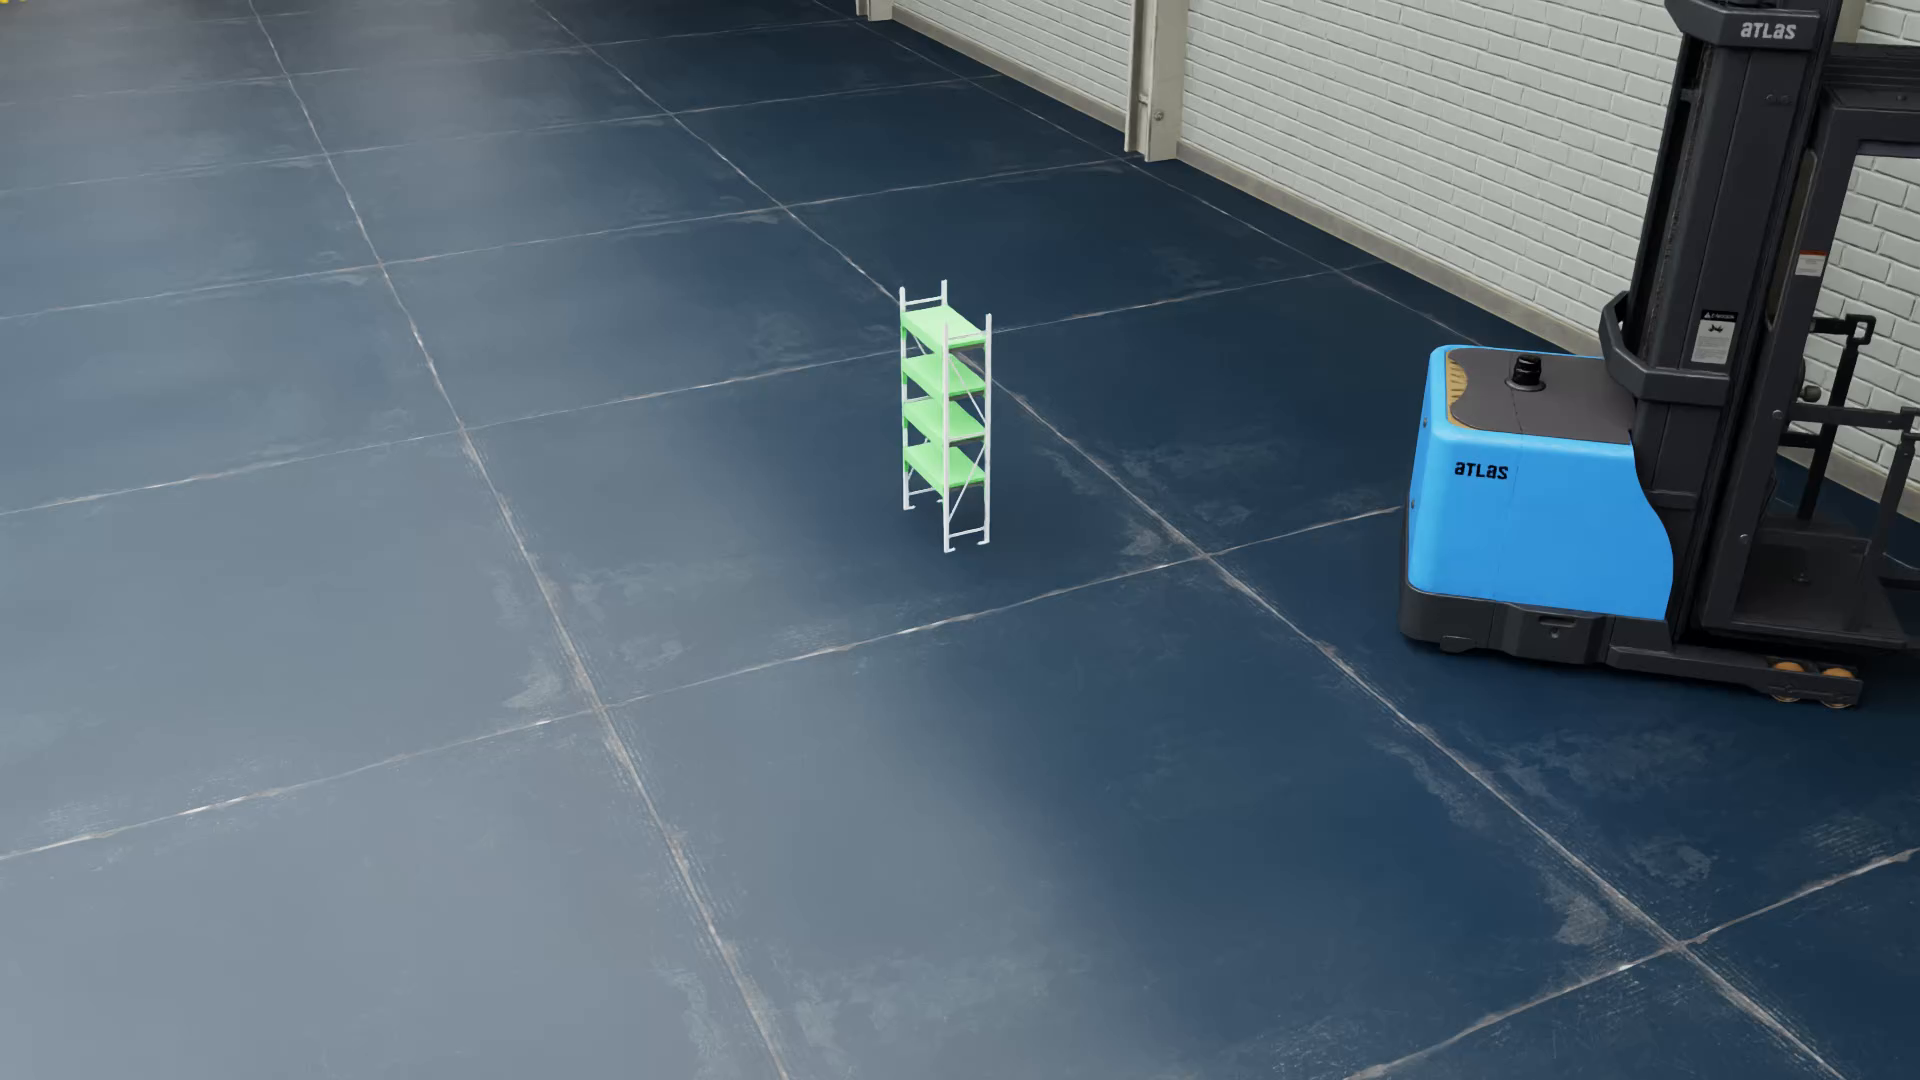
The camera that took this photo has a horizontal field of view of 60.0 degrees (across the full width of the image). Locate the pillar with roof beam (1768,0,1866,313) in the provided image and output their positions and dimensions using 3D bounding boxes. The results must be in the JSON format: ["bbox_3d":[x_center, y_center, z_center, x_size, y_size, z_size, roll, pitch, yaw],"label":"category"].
[{"bbox_3d":[0.309,-3.642,5.544,9.100,9.000,0.400,-13,32,-22],"label":"pillar with roof beam"}]

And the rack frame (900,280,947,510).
[{"bbox_3d":[-0.176,-0.704,8.279,0.240,1.200,0.015,-13,32,-22],"label":"rack frame"}]

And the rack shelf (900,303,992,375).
[{"bbox_3d":[-0.071,-0.959,7.883,0.258,0.148,0.480,-13,32,-22],"label":"rack shelf"}]

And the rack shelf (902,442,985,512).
[{"bbox_3d":[-0.071,-0.331,8.236,0.258,0.148,0.480,-13,32,-22],"label":"rack shelf"}]

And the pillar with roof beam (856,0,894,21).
[{"bbox_3d":[-4.843,-8.943,14.997,9.100,9.000,0.400,-13,32,-22],"label":"pillar with roof beam"}]

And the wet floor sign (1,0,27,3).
[{"bbox_3d":[-11.154,-6.632,19.417,0.267,0.644,0.232,-19,35,-30],"label":"wet floor sign"}]

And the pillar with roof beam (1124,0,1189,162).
[{"bbox_3d":[-2.267,-6.292,10.271,9.100,9.000,0.400,-13,32,-22],"label":"pillar with roof beam"}]

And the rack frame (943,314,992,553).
[{"bbox_3d":[0.034,-0.489,7.895,0.240,1.200,0.015,-13,32,-22],"label":"rack frame"}]

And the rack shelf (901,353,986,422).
[{"bbox_3d":[-0.071,-0.750,8.001,0.258,0.148,0.480,-13,32,-22],"label":"rack shelf"}]

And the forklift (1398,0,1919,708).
[{"bbox_3d":[3.527,-0.858,6.784,3.031,2.935,1.130,7,30,12],"label":"forklift"}]

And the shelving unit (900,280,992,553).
[{"bbox_3d":[-0.071,-0.596,8.087,0.258,1.200,0.503,-13,32,-22],"label":"shelving unit"}]

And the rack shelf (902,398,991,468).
[{"bbox_3d":[-0.071,-0.541,8.118,0.258,0.148,0.480,-13,32,-22],"label":"rack shelf"}]
